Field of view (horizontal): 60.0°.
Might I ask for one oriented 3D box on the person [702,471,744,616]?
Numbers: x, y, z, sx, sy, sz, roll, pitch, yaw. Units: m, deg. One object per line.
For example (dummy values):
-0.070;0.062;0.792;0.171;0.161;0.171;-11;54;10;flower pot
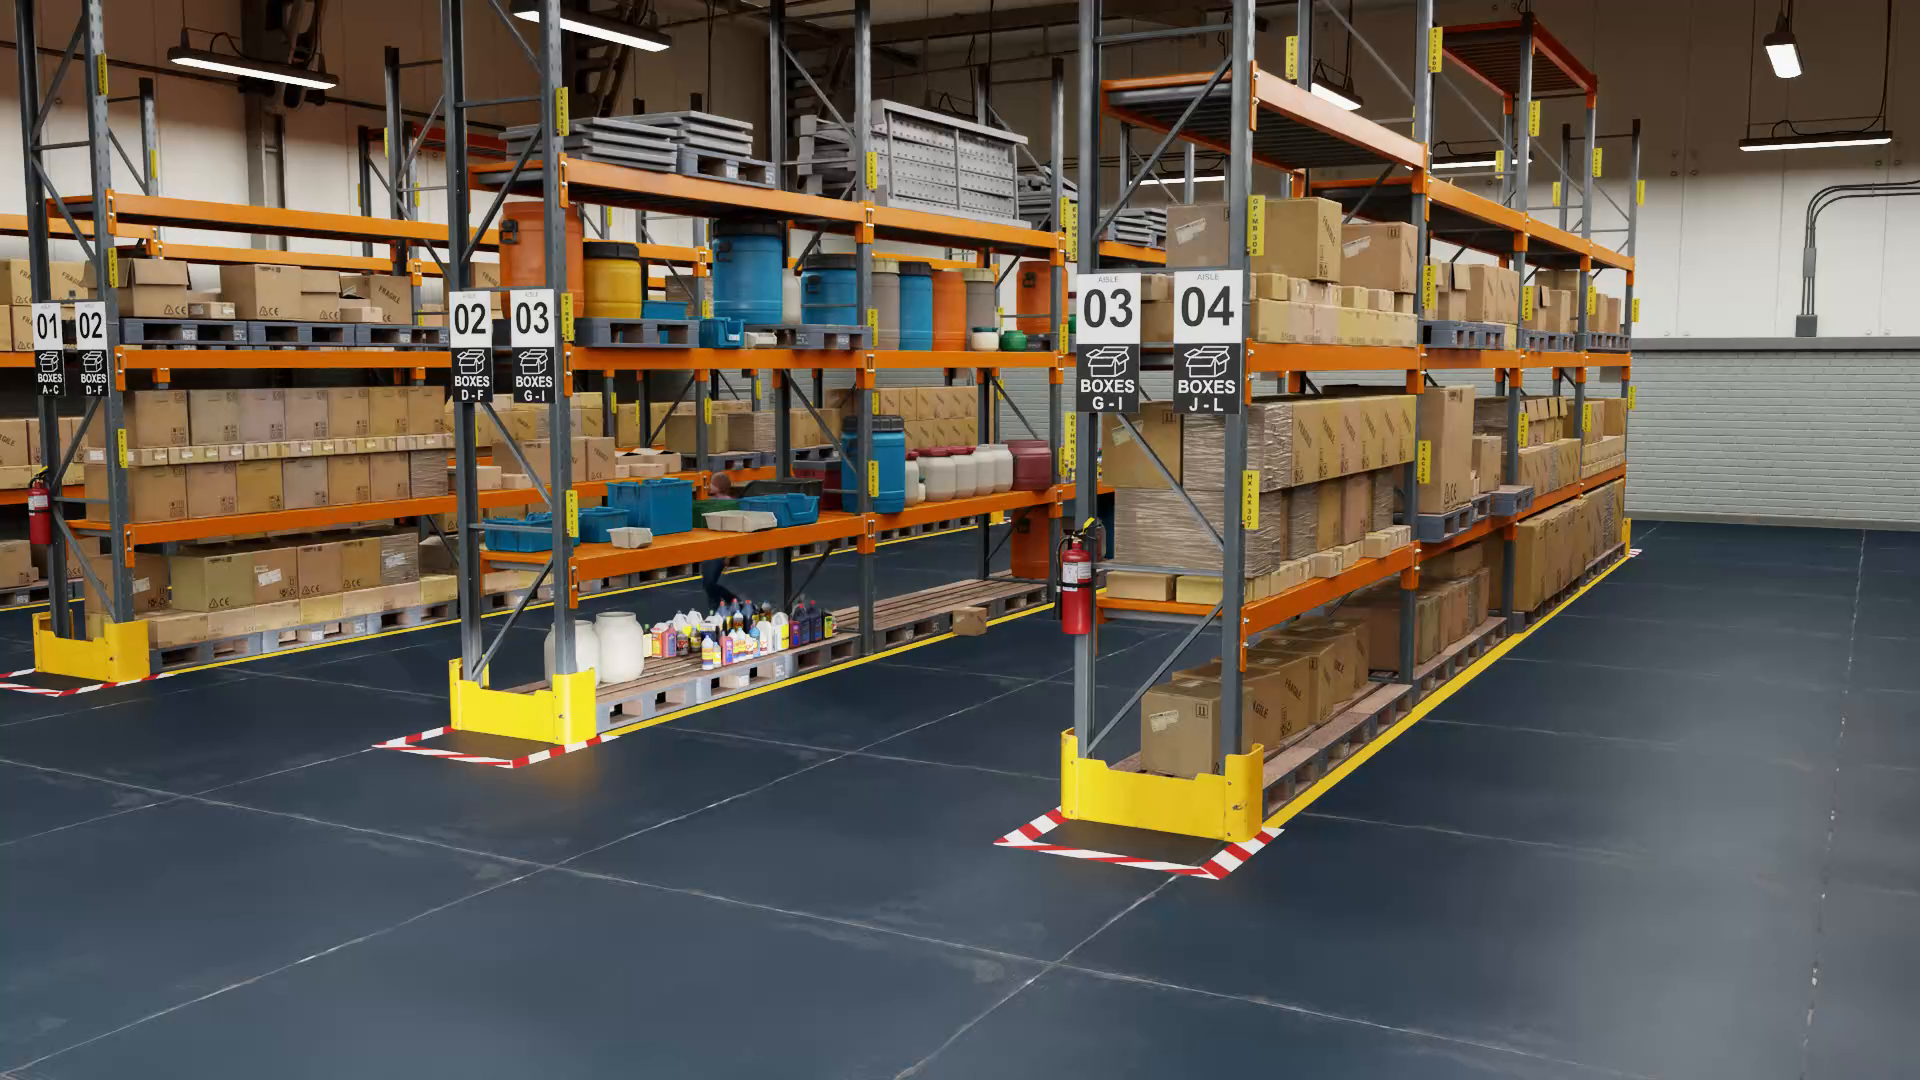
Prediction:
-2.404;0.115;16.527;0.456;1.593;0.421;-5;8;-41;person
